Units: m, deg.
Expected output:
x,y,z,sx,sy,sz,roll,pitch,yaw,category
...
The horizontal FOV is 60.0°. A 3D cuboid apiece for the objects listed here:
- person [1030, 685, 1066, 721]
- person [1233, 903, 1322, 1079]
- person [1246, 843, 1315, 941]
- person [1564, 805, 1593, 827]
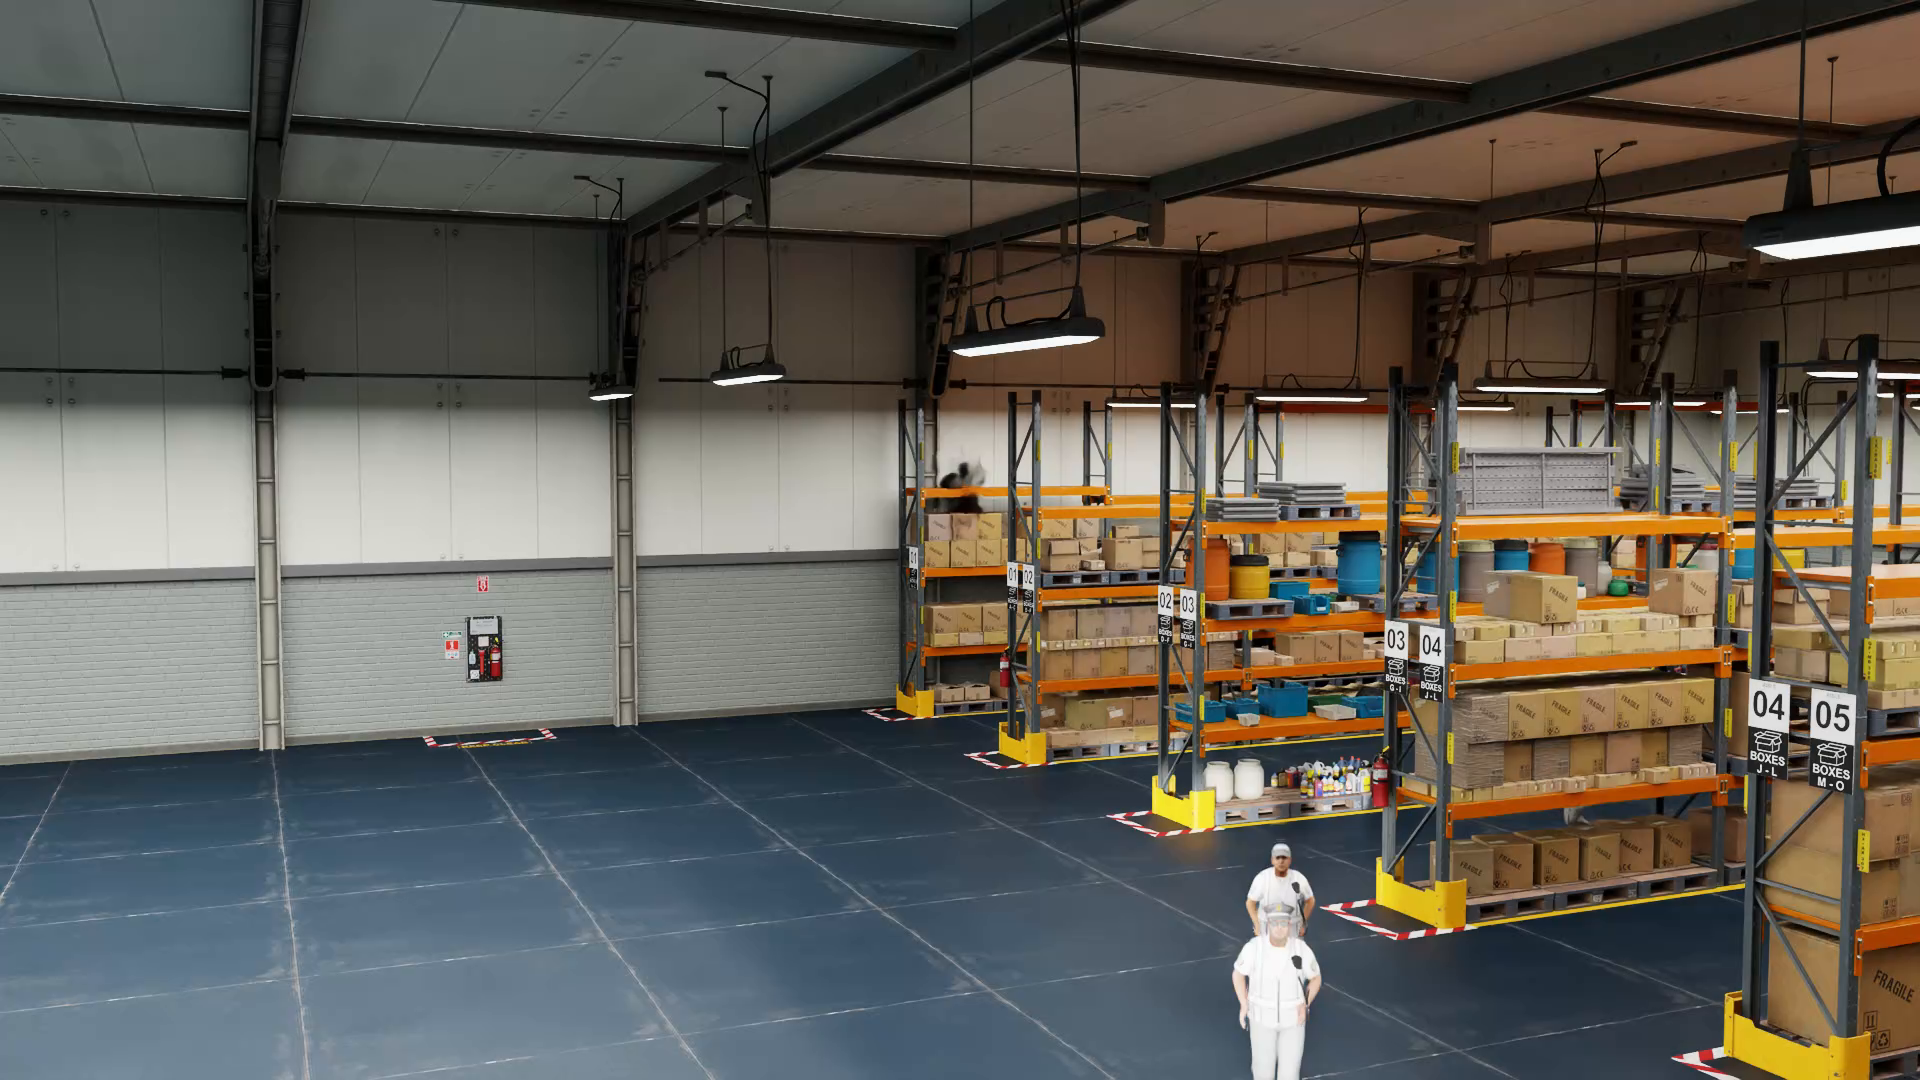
x,y,z,sx,sy,sz,roll,pitch,yaw,category
1.457,2.618,29.047,0.764,1.682,0.637,-2,4,-27,person
2.386,3.570,12.498,0.664,1.737,0.602,0,3,7,person
2.848,3.501,14.760,0.609,1.623,0.663,0,3,7,person
7.729,3.164,20.834,0.552,1.553,0.530,-2,4,-28,person
